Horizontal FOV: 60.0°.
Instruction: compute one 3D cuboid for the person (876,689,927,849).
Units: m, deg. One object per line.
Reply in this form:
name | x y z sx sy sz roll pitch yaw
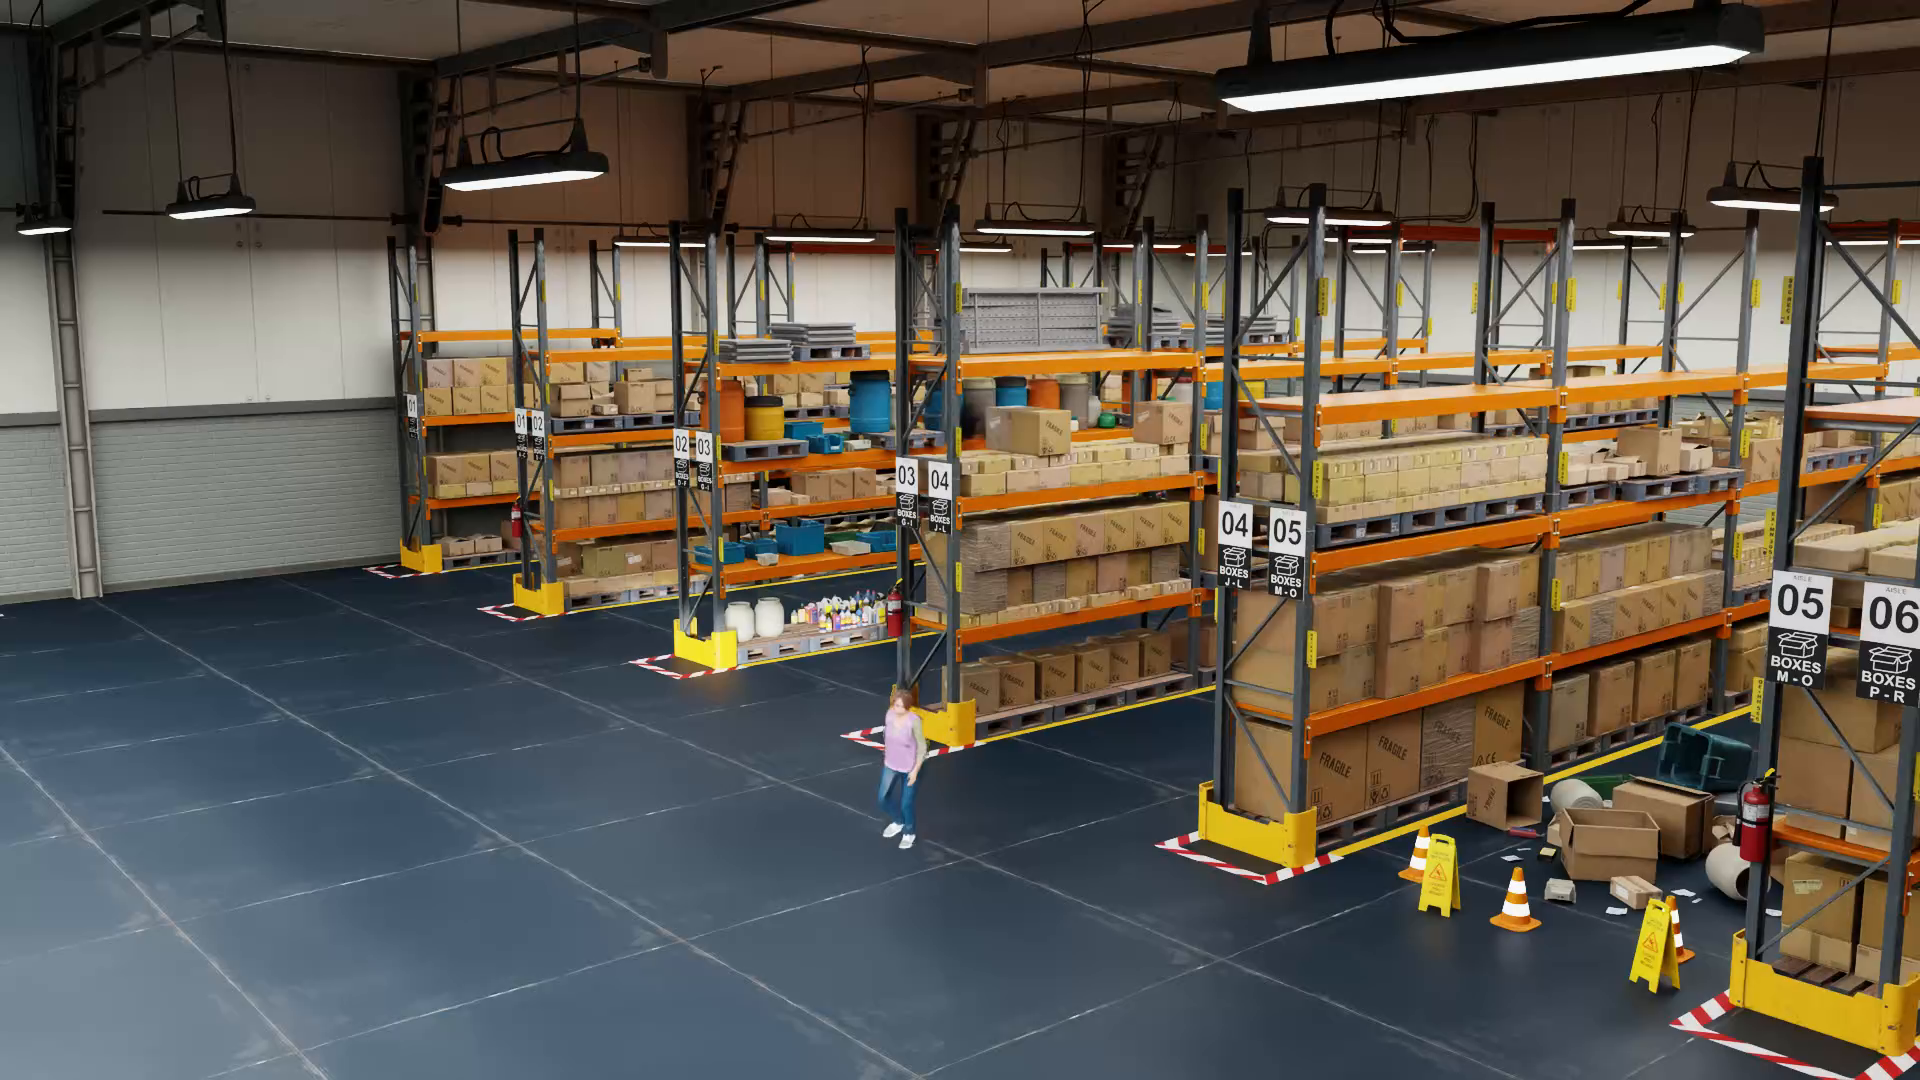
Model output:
person | -0.522 2.099 15.180 0.538 1.556 0.614 3 9 21
